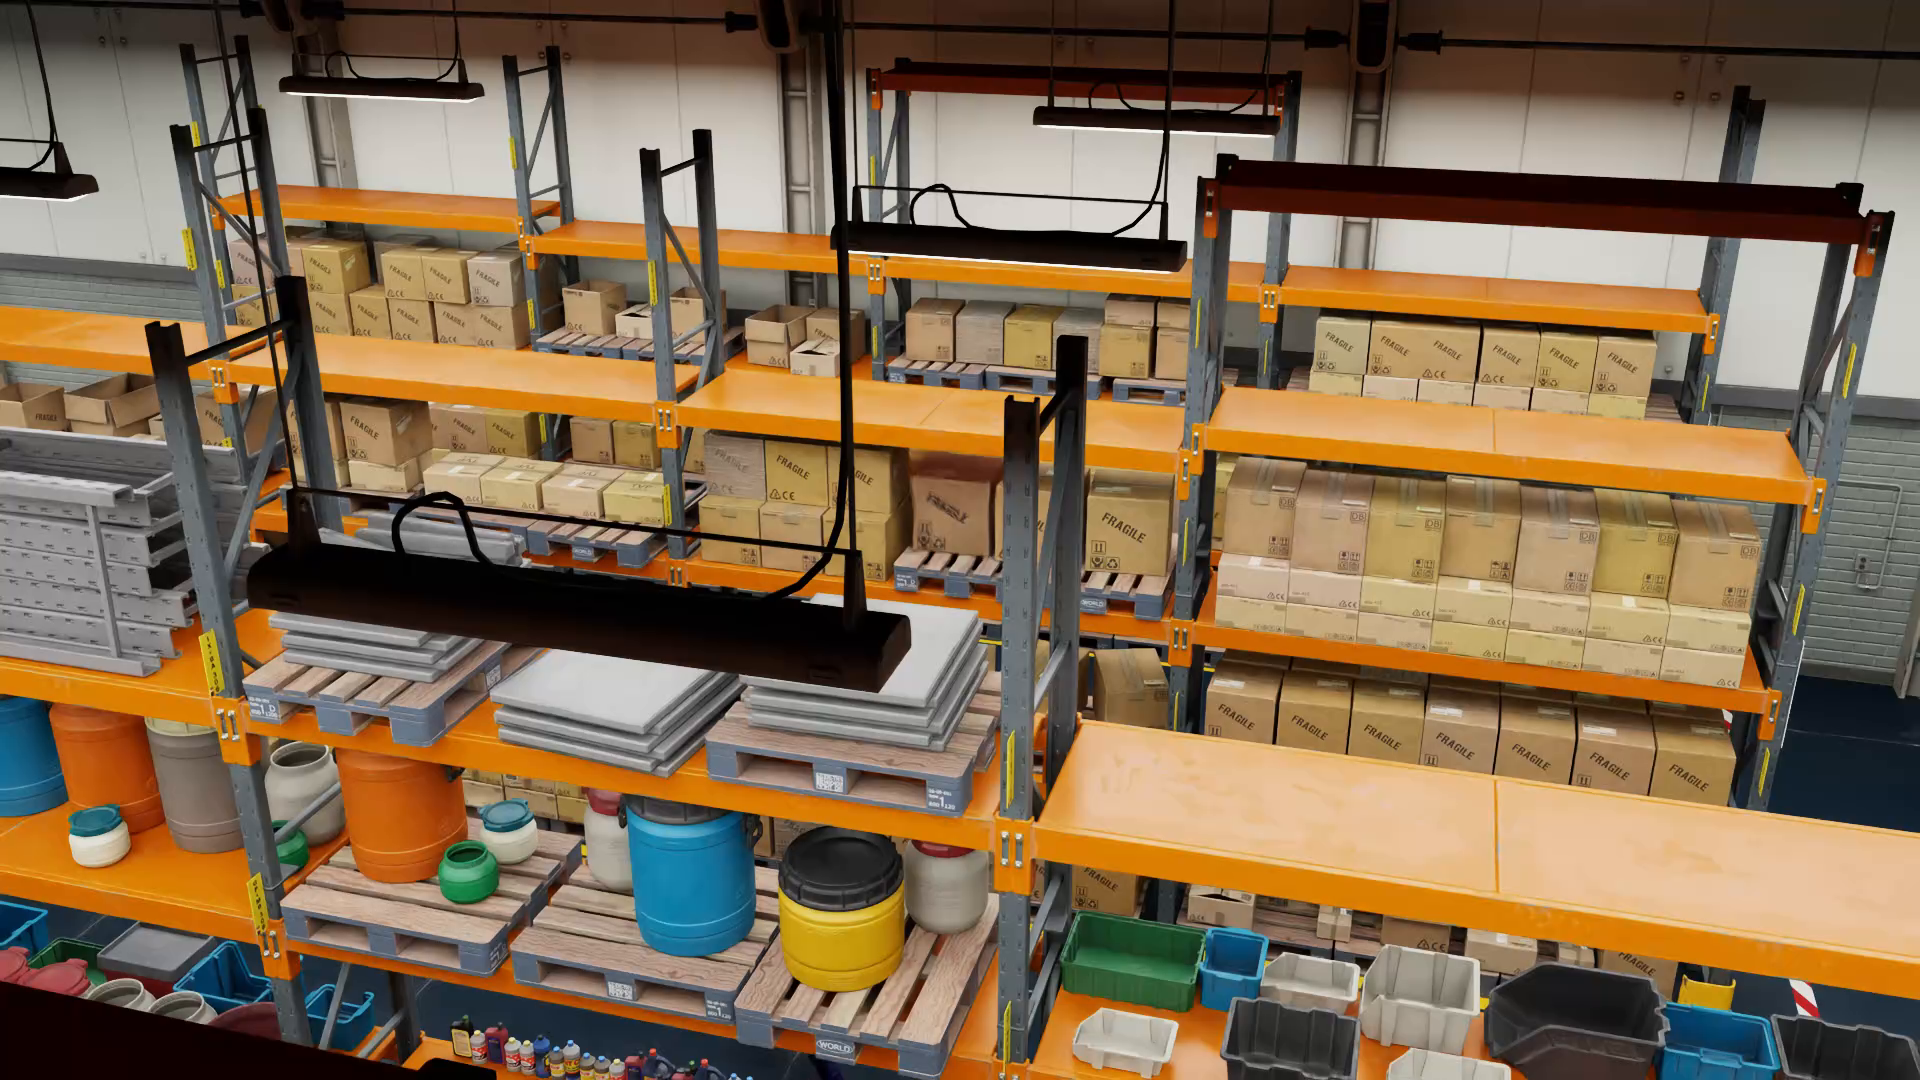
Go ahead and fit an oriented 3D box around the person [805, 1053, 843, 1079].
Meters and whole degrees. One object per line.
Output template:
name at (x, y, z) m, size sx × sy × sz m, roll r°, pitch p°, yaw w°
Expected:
person at (-1.219, 3.002, 11.414) m, size 0.988 × 1.596 × 0.520 m, roll 9°, pitch 24°, yaw 22°
